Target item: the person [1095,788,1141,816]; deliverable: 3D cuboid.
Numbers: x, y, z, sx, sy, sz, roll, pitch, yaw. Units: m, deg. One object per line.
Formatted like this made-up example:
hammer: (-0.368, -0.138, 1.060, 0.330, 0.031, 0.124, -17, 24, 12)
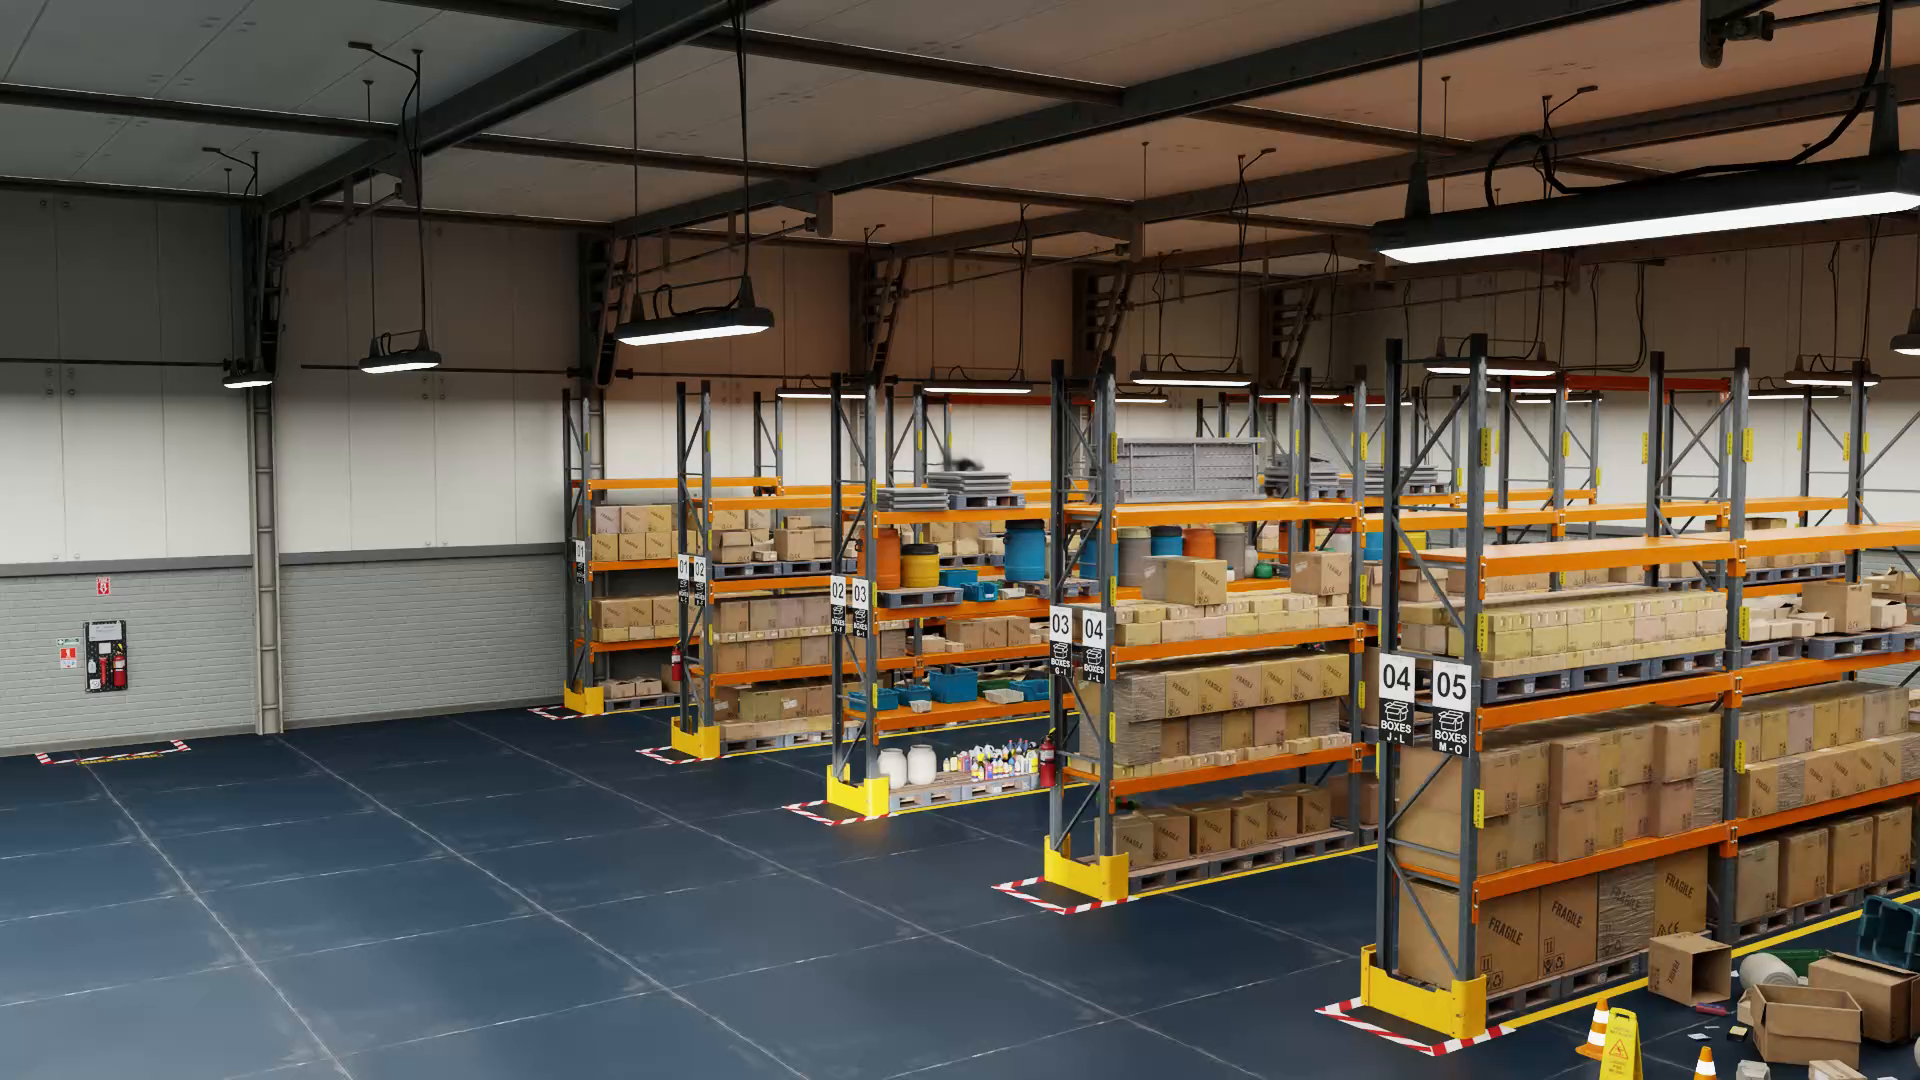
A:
person: (1.985, 2.934, 21.288, 0.559, 1.744, 0.656, -3, 4, -35)
